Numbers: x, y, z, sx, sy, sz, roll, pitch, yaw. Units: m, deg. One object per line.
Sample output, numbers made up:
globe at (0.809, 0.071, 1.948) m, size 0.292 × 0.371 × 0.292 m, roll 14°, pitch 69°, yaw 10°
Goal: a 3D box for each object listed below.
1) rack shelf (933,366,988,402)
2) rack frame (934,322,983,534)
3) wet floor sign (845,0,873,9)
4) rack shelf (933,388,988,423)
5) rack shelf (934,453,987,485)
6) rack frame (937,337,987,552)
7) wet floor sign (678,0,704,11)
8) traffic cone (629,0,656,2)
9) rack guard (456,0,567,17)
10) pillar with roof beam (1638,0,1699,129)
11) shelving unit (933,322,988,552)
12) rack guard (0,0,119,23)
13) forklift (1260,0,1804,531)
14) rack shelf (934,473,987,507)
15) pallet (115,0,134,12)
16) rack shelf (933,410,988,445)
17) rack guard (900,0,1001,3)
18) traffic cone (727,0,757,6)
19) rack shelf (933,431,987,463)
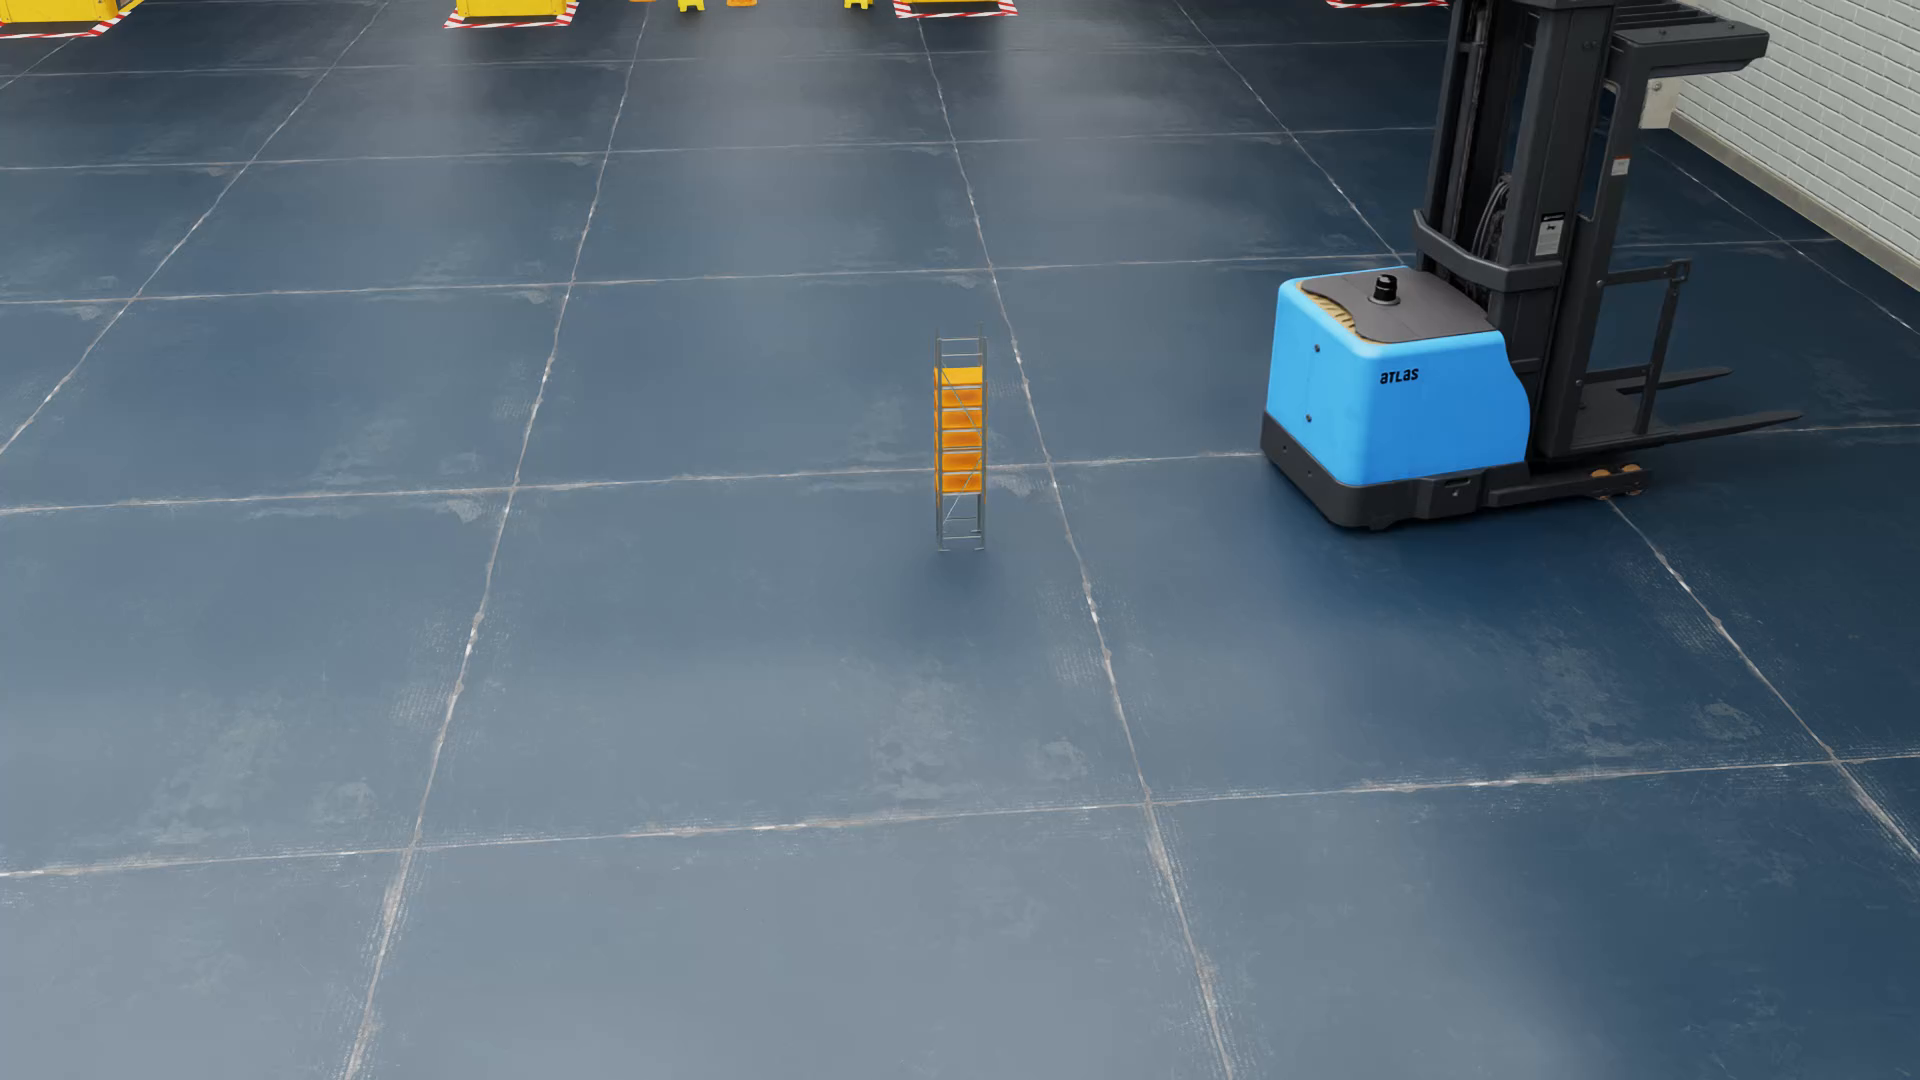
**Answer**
rack shelf at (0.001, -0.779, 8.268) m, size 0.258 × 0.103 × 0.180 m, roll -3°, pitch 31°, yaw -5°
rack frame at (-0.007, -0.554, 8.508) m, size 0.240 × 1.200 × 0.006 m, roll -3°, pitch 31°, yaw -5°
wet floor sign at (-1.149, -6.355, 18.761) m, size 0.267 × 0.644 × 0.232 m, roll 8°, pitch 32°, yaw 13°
rack shelf at (0.001, -0.676, 8.330) m, size 0.258 × 0.103 × 0.180 m, roll -3°, pitch 31°, yaw -5°
rack shelf at (0.001, -0.367, 8.514) m, size 0.258 × 0.103 × 0.180 m, roll -3°, pitch 31°, yaw -5°
rack frame at (0.010, -0.461, 8.352) m, size 0.240 × 1.200 × 0.006 m, roll -3°, pitch 31°, yaw -5°
wet floor sign at (-3.046, -6.295, 18.660) m, size 0.267 × 0.644 × 0.232 m, roll -8°, pitch 32°, yaw -13°
traffic cone at (-3.656, -6.476, 19.140) m, size 0.336 × 0.463 × 0.334 m, roll -3°, pitch 31°, yaw -5°
rack guard at (-5.018, -6.140, 18.542) m, size 1.175 × 0.500 × 0.348 m, roll -3°, pitch 31°, yaw -5°
pillar with roof beam at (1.947, -7.459, 12.462) m, size 9.100 × 9.000 × 0.400 m, roll -3°, pitch 31°, yaw -5°
shelving unit at (0.001, -0.508, 8.430) m, size 0.258 × 1.200 × 0.189 m, roll -3°, pitch 31°, yaw -5°
rack guard at (-9.975, -6.005, 18.316) m, size 1.175 × 0.500 × 0.348 m, roll -3°, pitch 31°, yaw -5°
forklift at (3.289, -1.728, 8.784) m, size 3.031 × 2.935 × 1.130 m, roll -9°, pitch 32°, yaw -14°
rack shelf at (0.001, -0.264, 8.576) m, size 0.258 × 0.103 × 0.180 m, roll -3°, pitch 31°, yaw -5°
pallet at (-10.016, -6.298, 19.088) m, size 1.003 × 0.211 × 1.213 m, roll -3°, pitch 31°, yaw -5°
rack shelf at (0.001, -0.573, 8.391) m, size 0.258 × 0.103 × 0.180 m, roll -3°, pitch 31°, yaw -5°
rack guard at (-0.109, -6.480, 19.111) m, size 1.175 × 0.500 × 0.348 m, roll -3°, pitch 31°, yaw -5°
traffic cone at (-2.500, -6.356, 18.940) m, size 0.336 × 0.463 × 0.334 m, roll -3°, pitch 31°, yaw -5°
rack shelf at (0.001, -0.470, 8.453) m, size 0.258 × 0.103 × 0.180 m, roll -3°, pitch 31°, yaw -5°
